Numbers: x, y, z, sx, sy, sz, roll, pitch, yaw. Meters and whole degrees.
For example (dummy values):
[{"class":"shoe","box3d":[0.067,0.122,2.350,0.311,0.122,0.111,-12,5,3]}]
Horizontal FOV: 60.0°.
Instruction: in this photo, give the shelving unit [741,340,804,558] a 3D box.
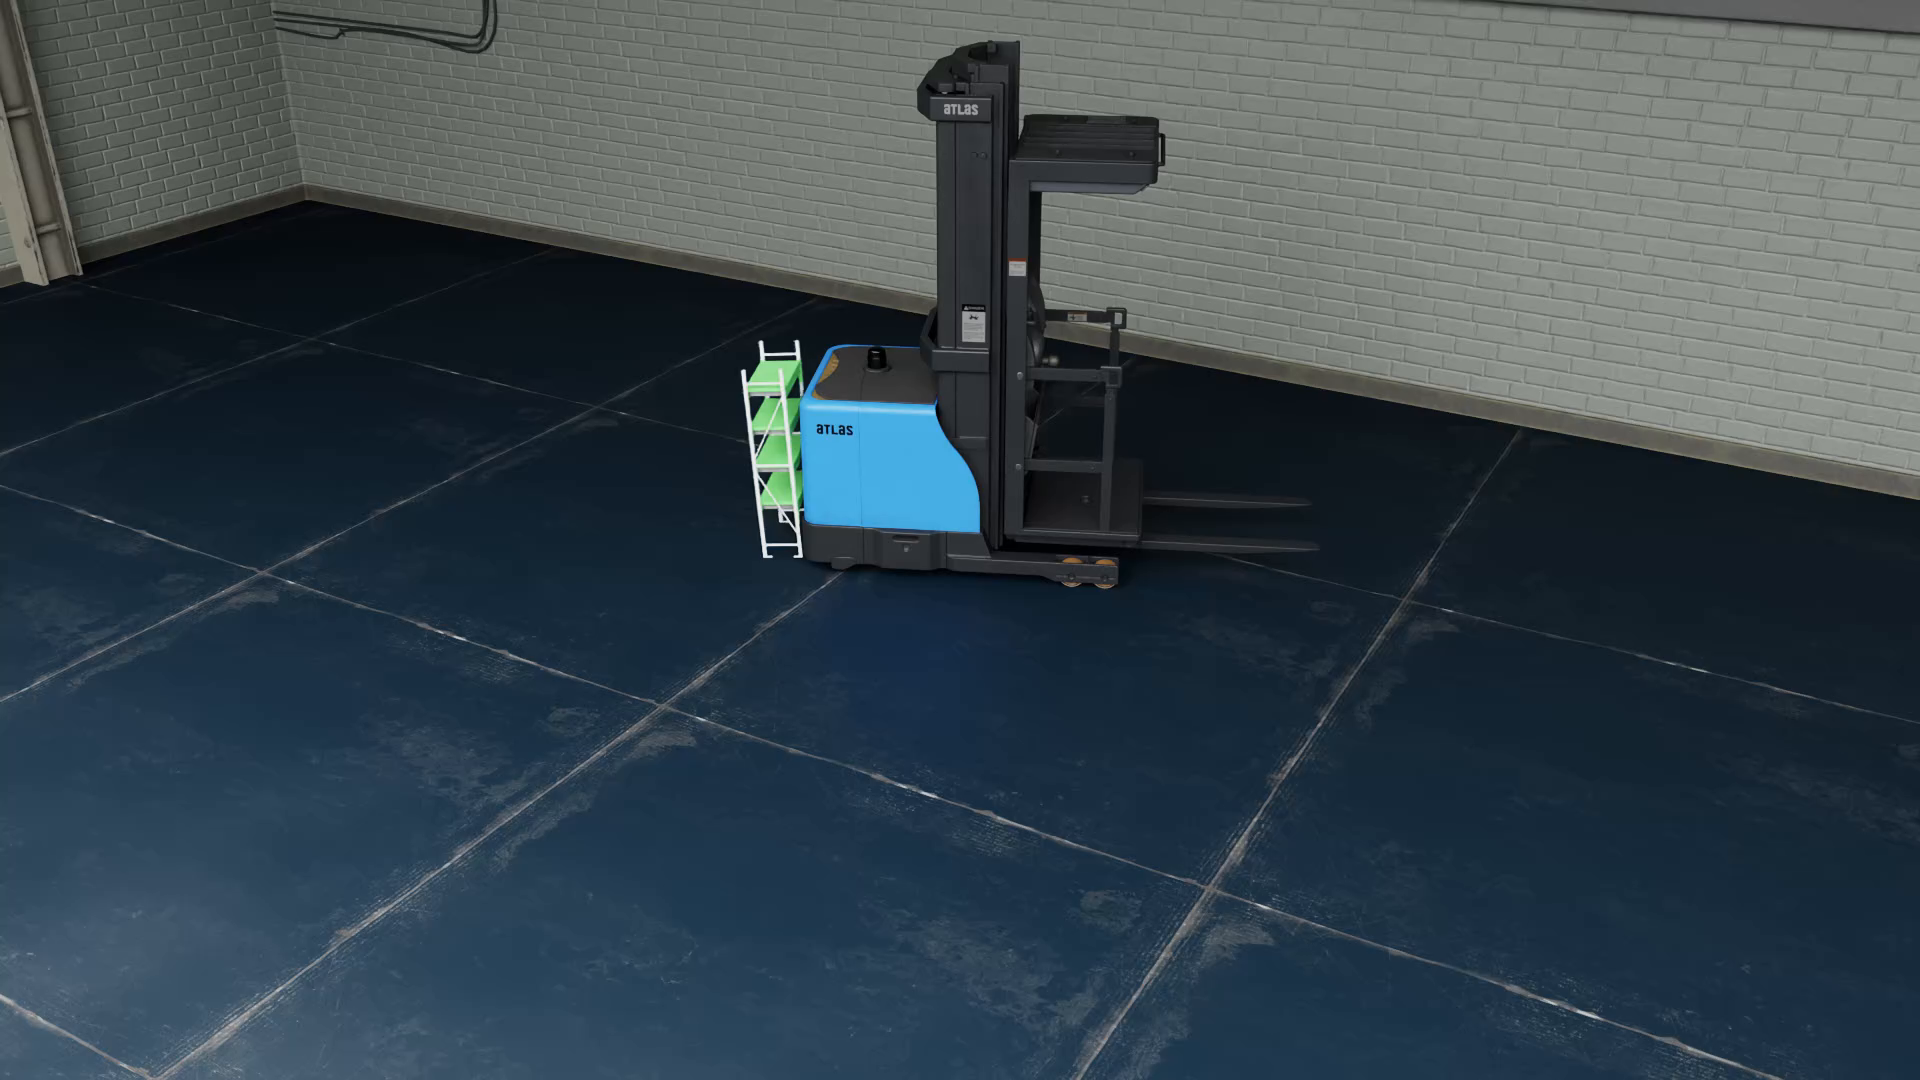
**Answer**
[{"class":"shelving unit","box3d":[-1.073,-0.543,9.978,0.258,1.200,0.503,0,26,7]}]

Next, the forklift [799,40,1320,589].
[{"class":"forklift","box3d":[0.621,-1.280,9.532,3.031,2.935,1.130,3,27,6]}]

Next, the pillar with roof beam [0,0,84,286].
[{"class":"pillar with roof beam","box3d":[-4.419,-5.443,11.070,9.100,9.000,0.400,14,30,26]}]

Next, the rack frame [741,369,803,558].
[{"class":"rack frame","box3d":[-1.098,-0.434,9.761,0.240,1.200,0.015,0,26,7]}]

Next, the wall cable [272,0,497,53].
[{"class":"wall cable","box3d":[-5.567,-5.859,15.371,3.097,2.526,0.112,14,30,26]}]

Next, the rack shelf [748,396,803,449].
[{"class":"rack shelf","box3d":[-1.083,-0.700,9.900,0.258,0.148,0.480,0,26,7]}]

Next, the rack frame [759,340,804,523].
[{"class":"rack frame","box3d":[-1.049,-0.651,10.195,0.240,1.200,0.015,0,26,7]}]

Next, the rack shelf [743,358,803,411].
[{"class":"rack shelf","box3d":[-1.096,-0.915,9.794,0.258,0.148,0.480,0,26,7]}]

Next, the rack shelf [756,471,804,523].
[{"class":"rack shelf","box3d":[-1.057,-0.270,10.112,0.258,0.148,0.480,0,26,7]}]

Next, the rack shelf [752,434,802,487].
[{"class":"rack shelf","box3d":[-1.070,-0.485,10.006,0.258,0.148,0.480,0,26,7]}]
